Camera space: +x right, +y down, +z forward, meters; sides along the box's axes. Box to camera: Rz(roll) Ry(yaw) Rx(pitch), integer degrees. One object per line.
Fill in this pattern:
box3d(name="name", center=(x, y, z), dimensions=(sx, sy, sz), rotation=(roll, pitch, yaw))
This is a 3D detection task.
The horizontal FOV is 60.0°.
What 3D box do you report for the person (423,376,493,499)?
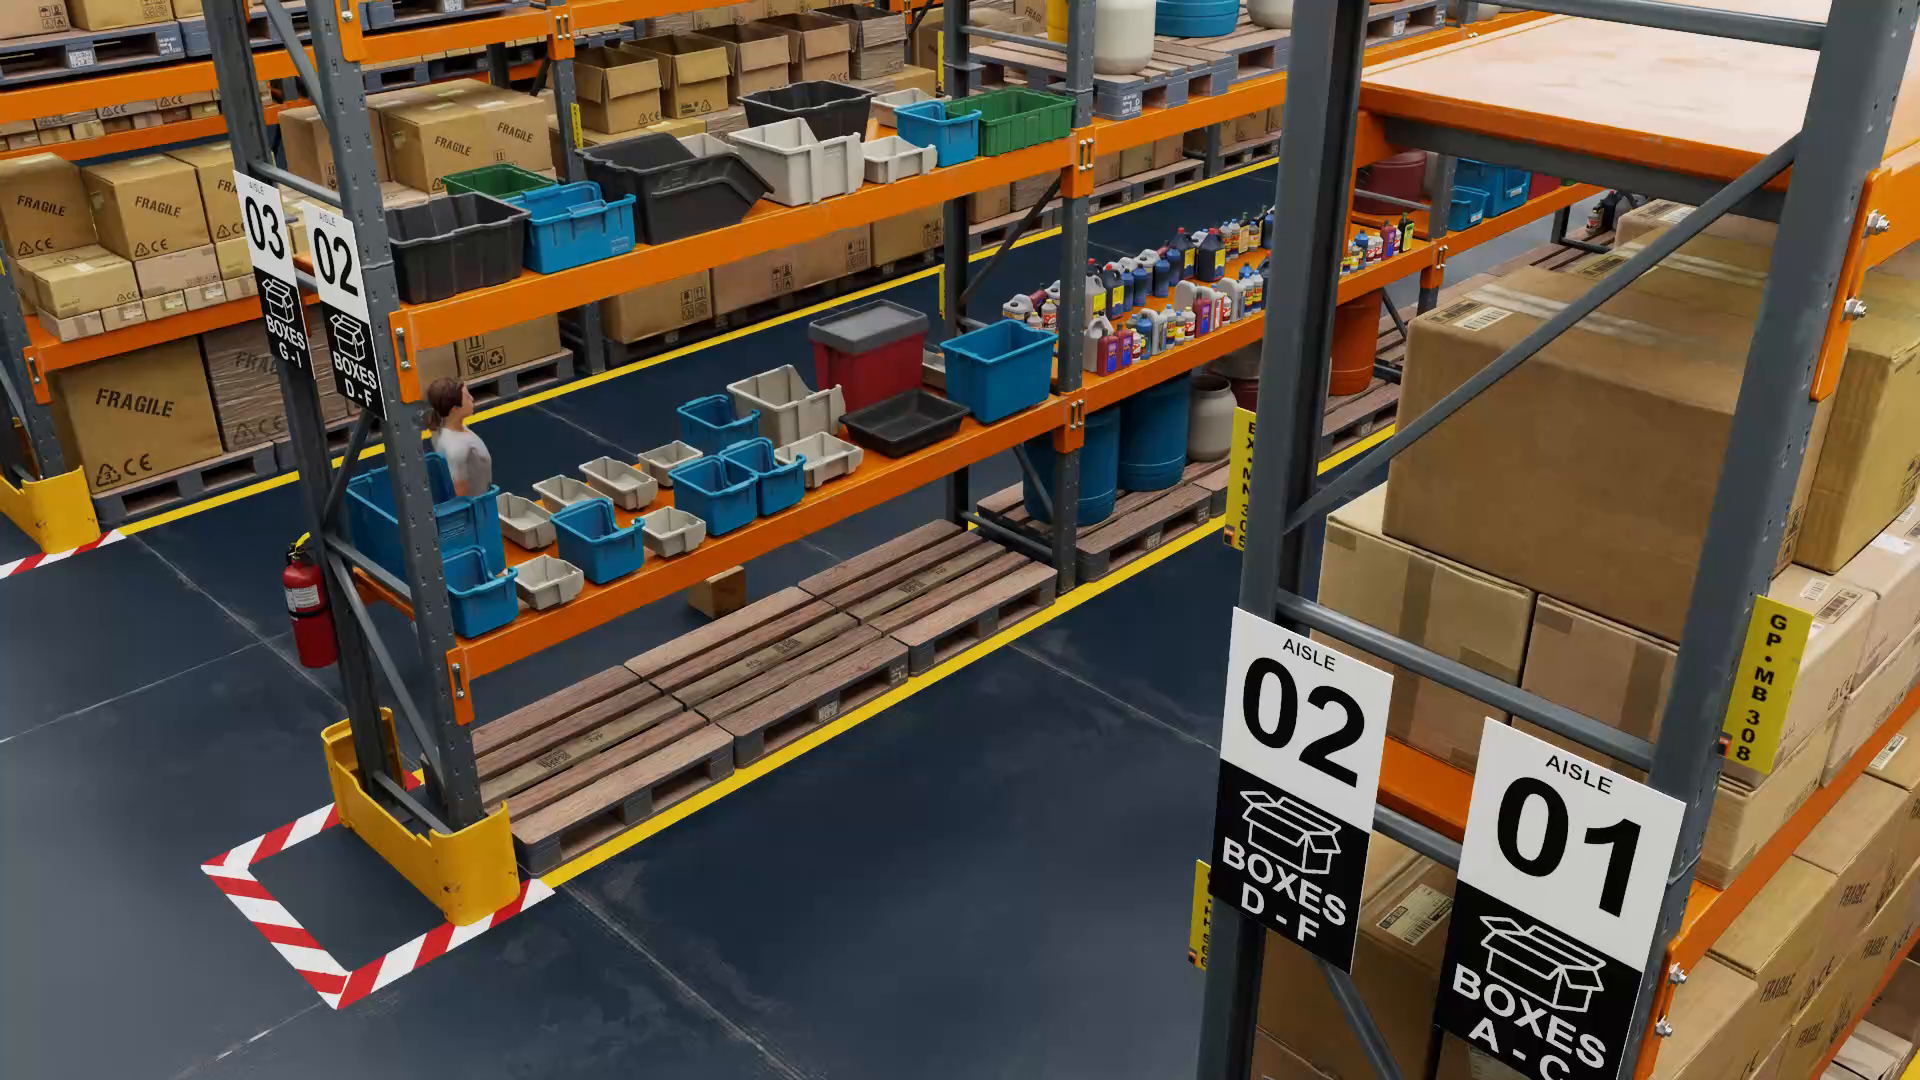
box3d(name="person", center=(-2.639, -0.117, 9.072), dimensions=(0.453, 1.663, 0.474), rotation=(-13, 30, -22))
